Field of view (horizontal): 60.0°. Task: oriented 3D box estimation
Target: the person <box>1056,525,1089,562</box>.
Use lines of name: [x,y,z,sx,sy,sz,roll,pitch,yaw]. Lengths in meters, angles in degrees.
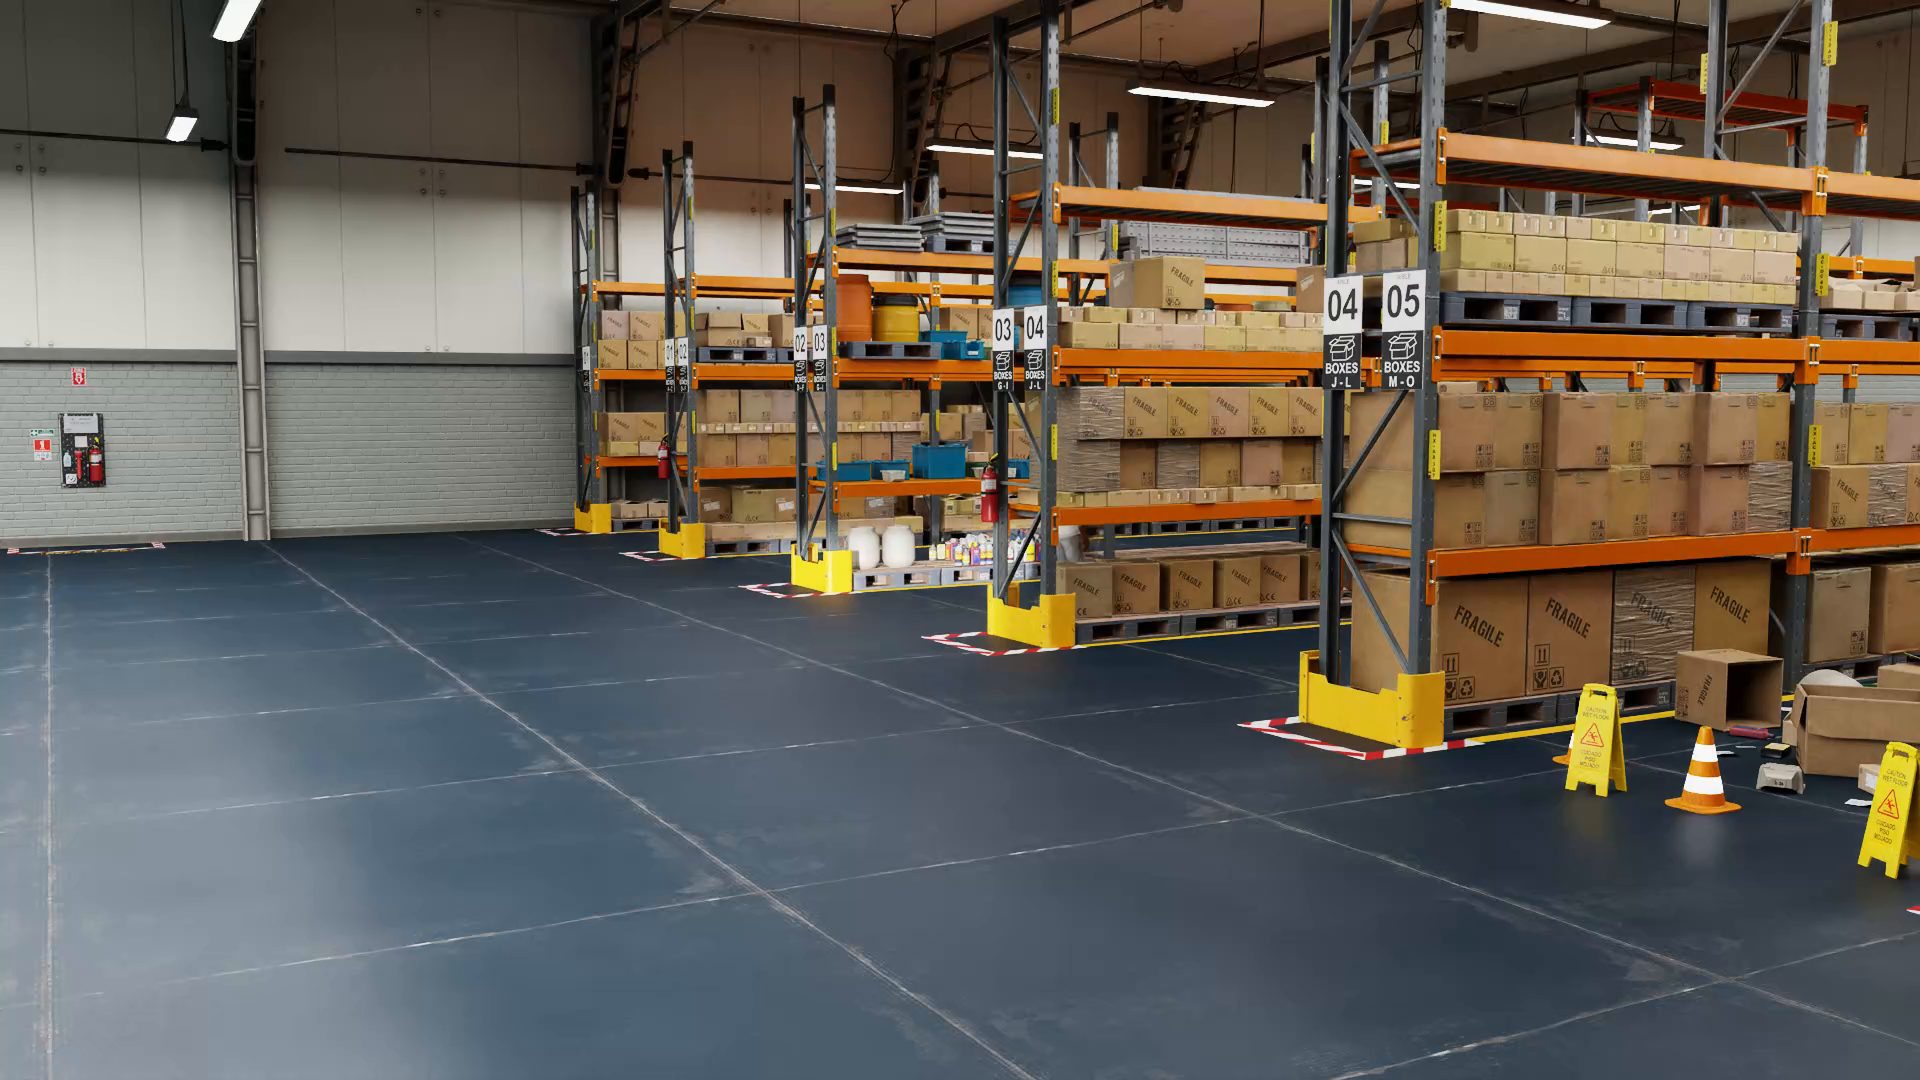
person: [1.175,-0.060,17.843,0.459,1.760,0.616,-3,6,-27]
